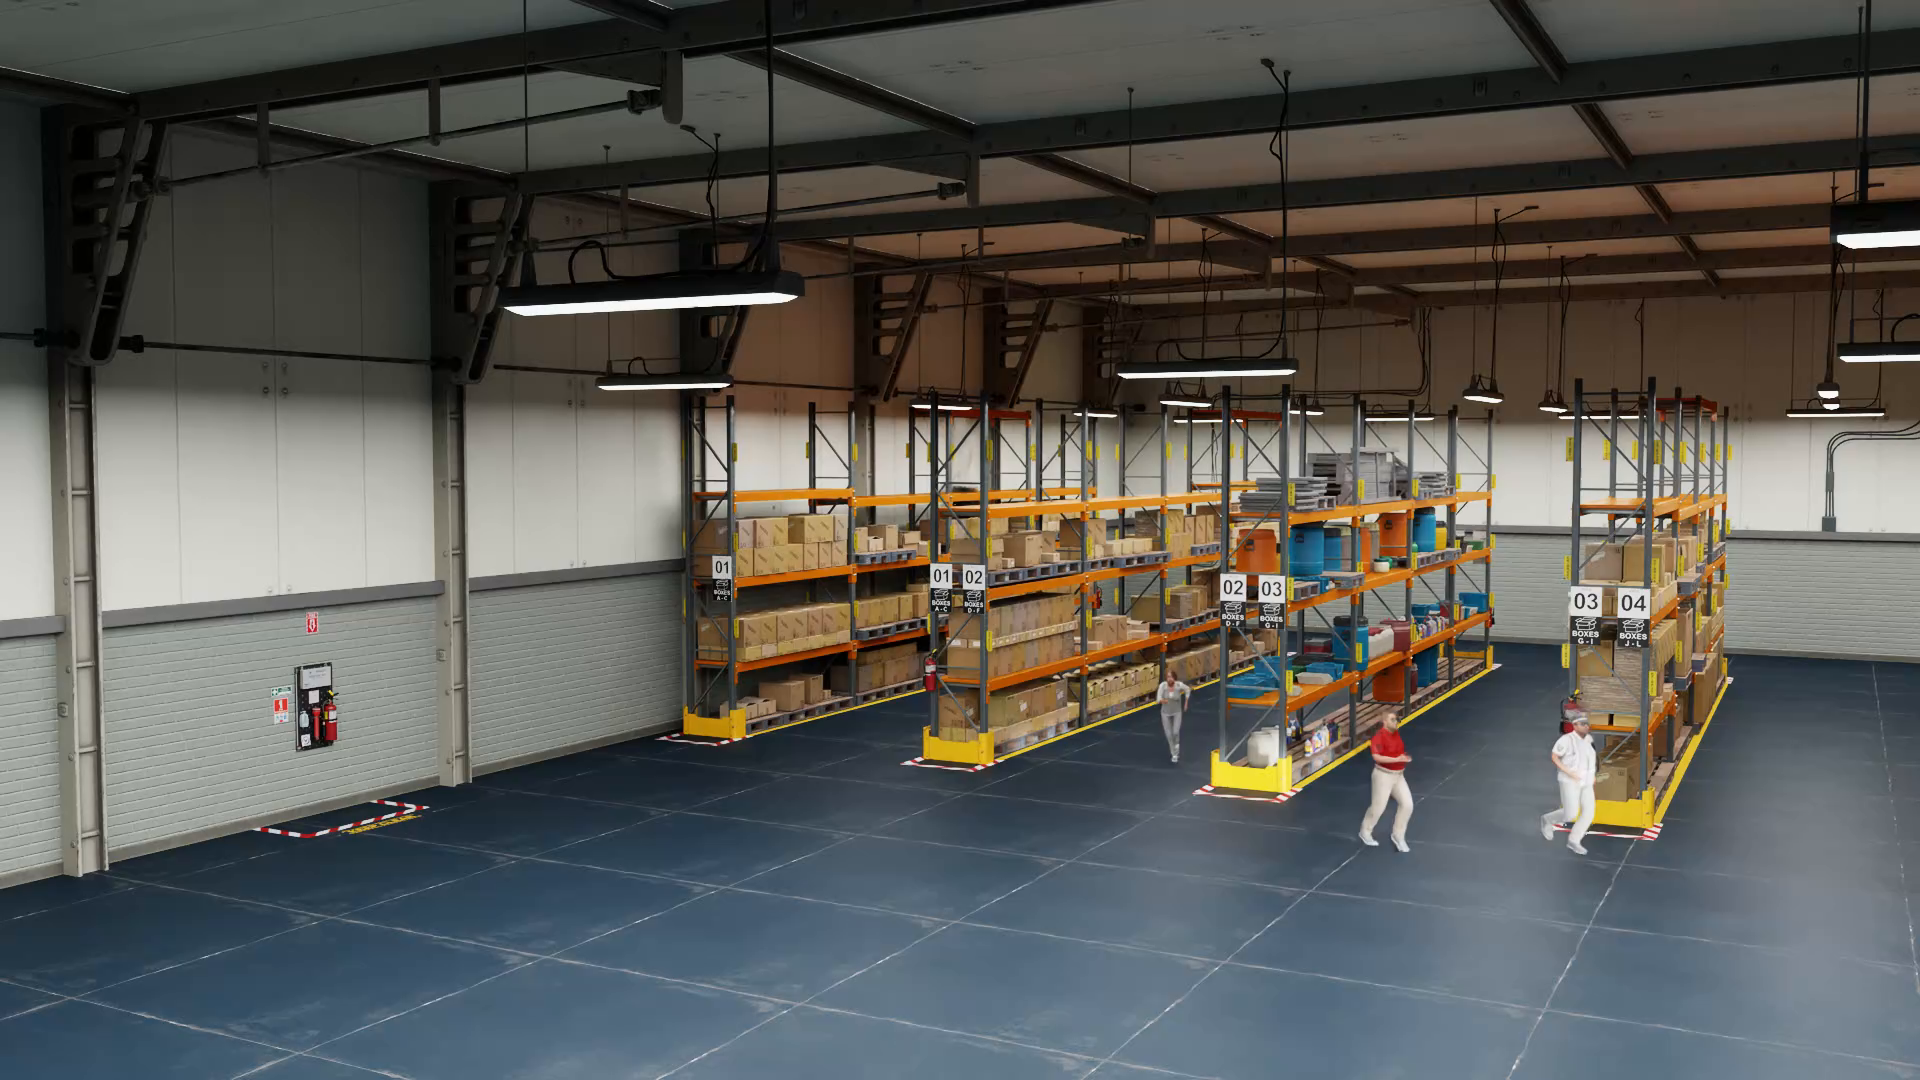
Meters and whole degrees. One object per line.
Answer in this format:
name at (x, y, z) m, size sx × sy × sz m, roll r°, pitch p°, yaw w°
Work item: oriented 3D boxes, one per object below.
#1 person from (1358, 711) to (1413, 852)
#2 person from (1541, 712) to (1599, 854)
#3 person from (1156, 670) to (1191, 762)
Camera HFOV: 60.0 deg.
person at (5.380, 3.050, 20.912) m, size 0.663 × 1.812 × 0.793 m, roll -2°, pitch 4°, yaw -36°
person at (7.761, 3.037, 21.034) m, size 0.688 × 1.760 × 0.690 m, roll -1°, pitch 3°, yaw -23°
person at (3.418, 2.830, 26.694) m, size 0.516 × 1.531 × 0.701 m, roll 1°, pitch 3°, yaw 15°
